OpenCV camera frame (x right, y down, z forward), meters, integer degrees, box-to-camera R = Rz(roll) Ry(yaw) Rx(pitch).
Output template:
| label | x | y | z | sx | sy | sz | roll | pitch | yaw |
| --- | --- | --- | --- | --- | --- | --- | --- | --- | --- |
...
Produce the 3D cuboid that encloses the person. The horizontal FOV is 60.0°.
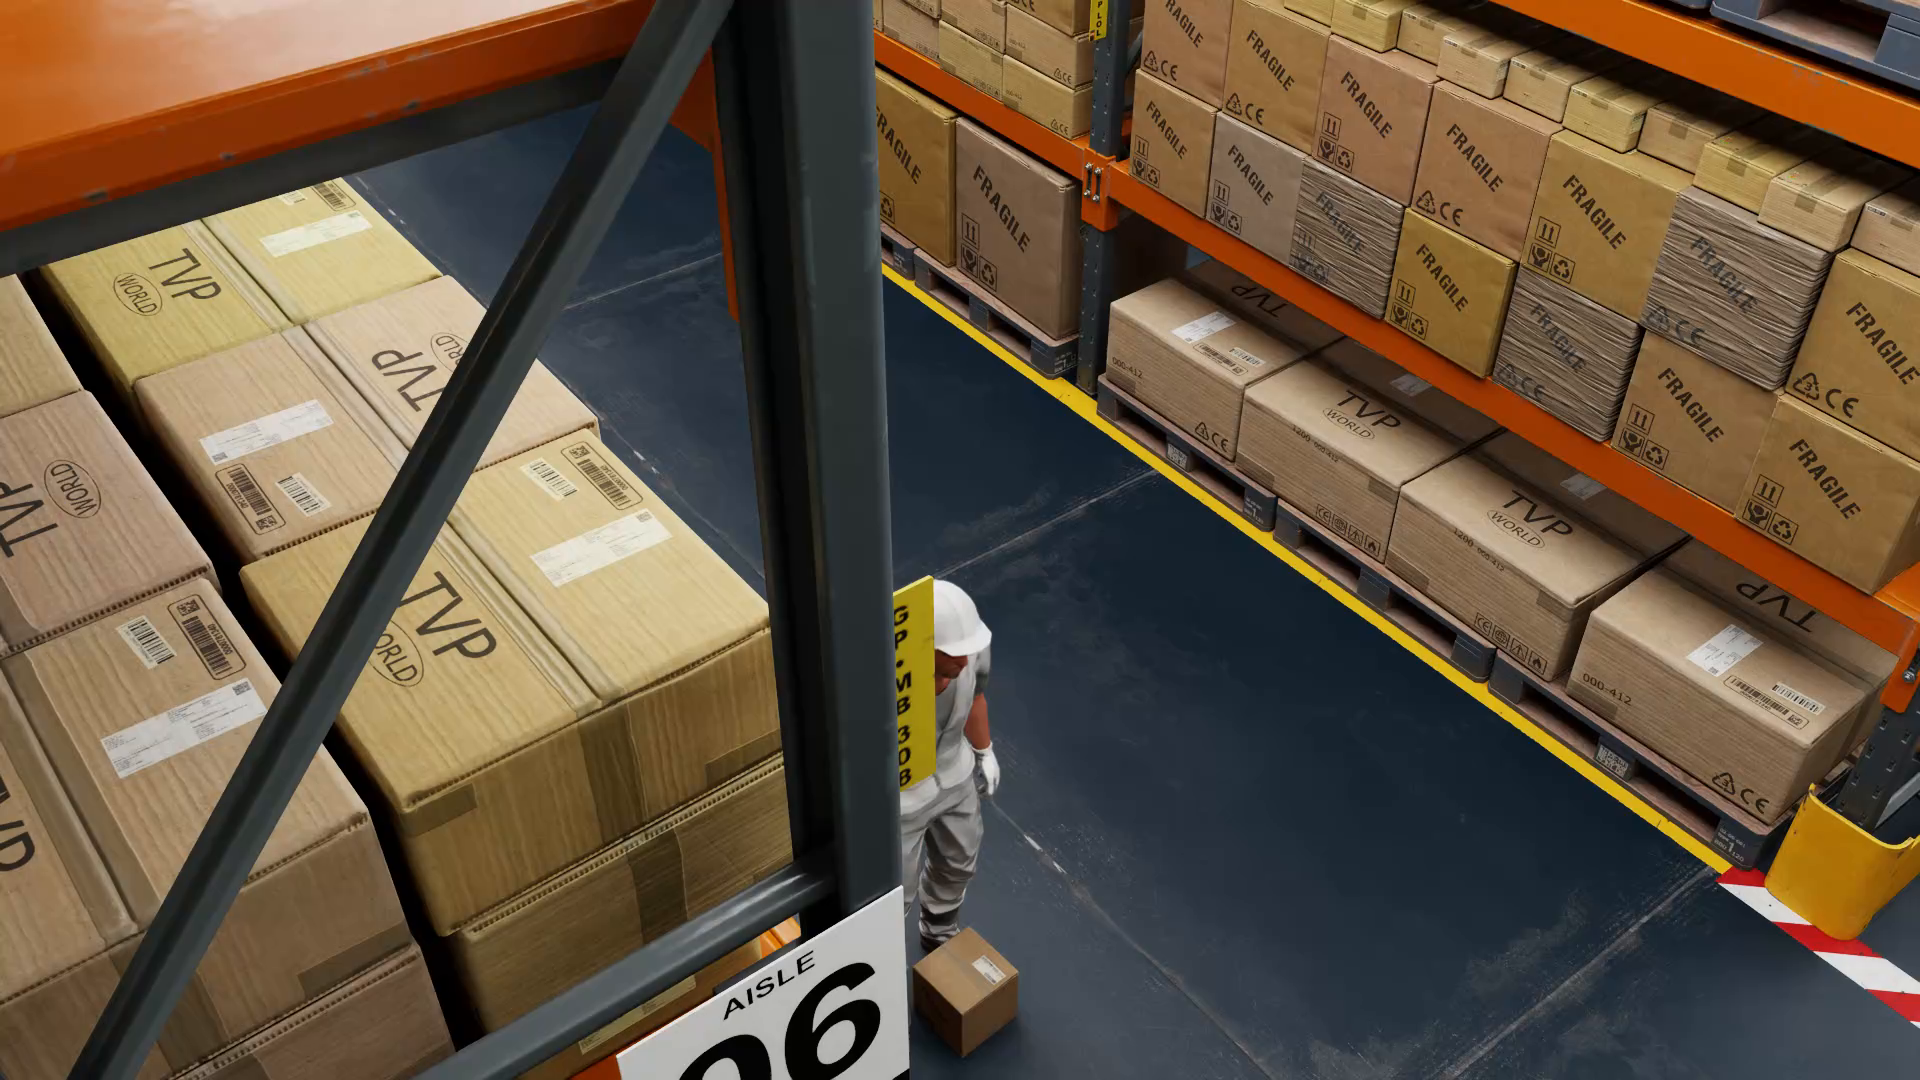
| label | x | y | z | sx | sy | sz | roll | pitch | yaw |
| --- | --- | --- | --- | --- | --- | --- | --- | --- | --- |
| person | -0.113 | 0.800 | 5.190 | 0.610 | 1.777 | 0.451 | -29 | 48 | -30 |
